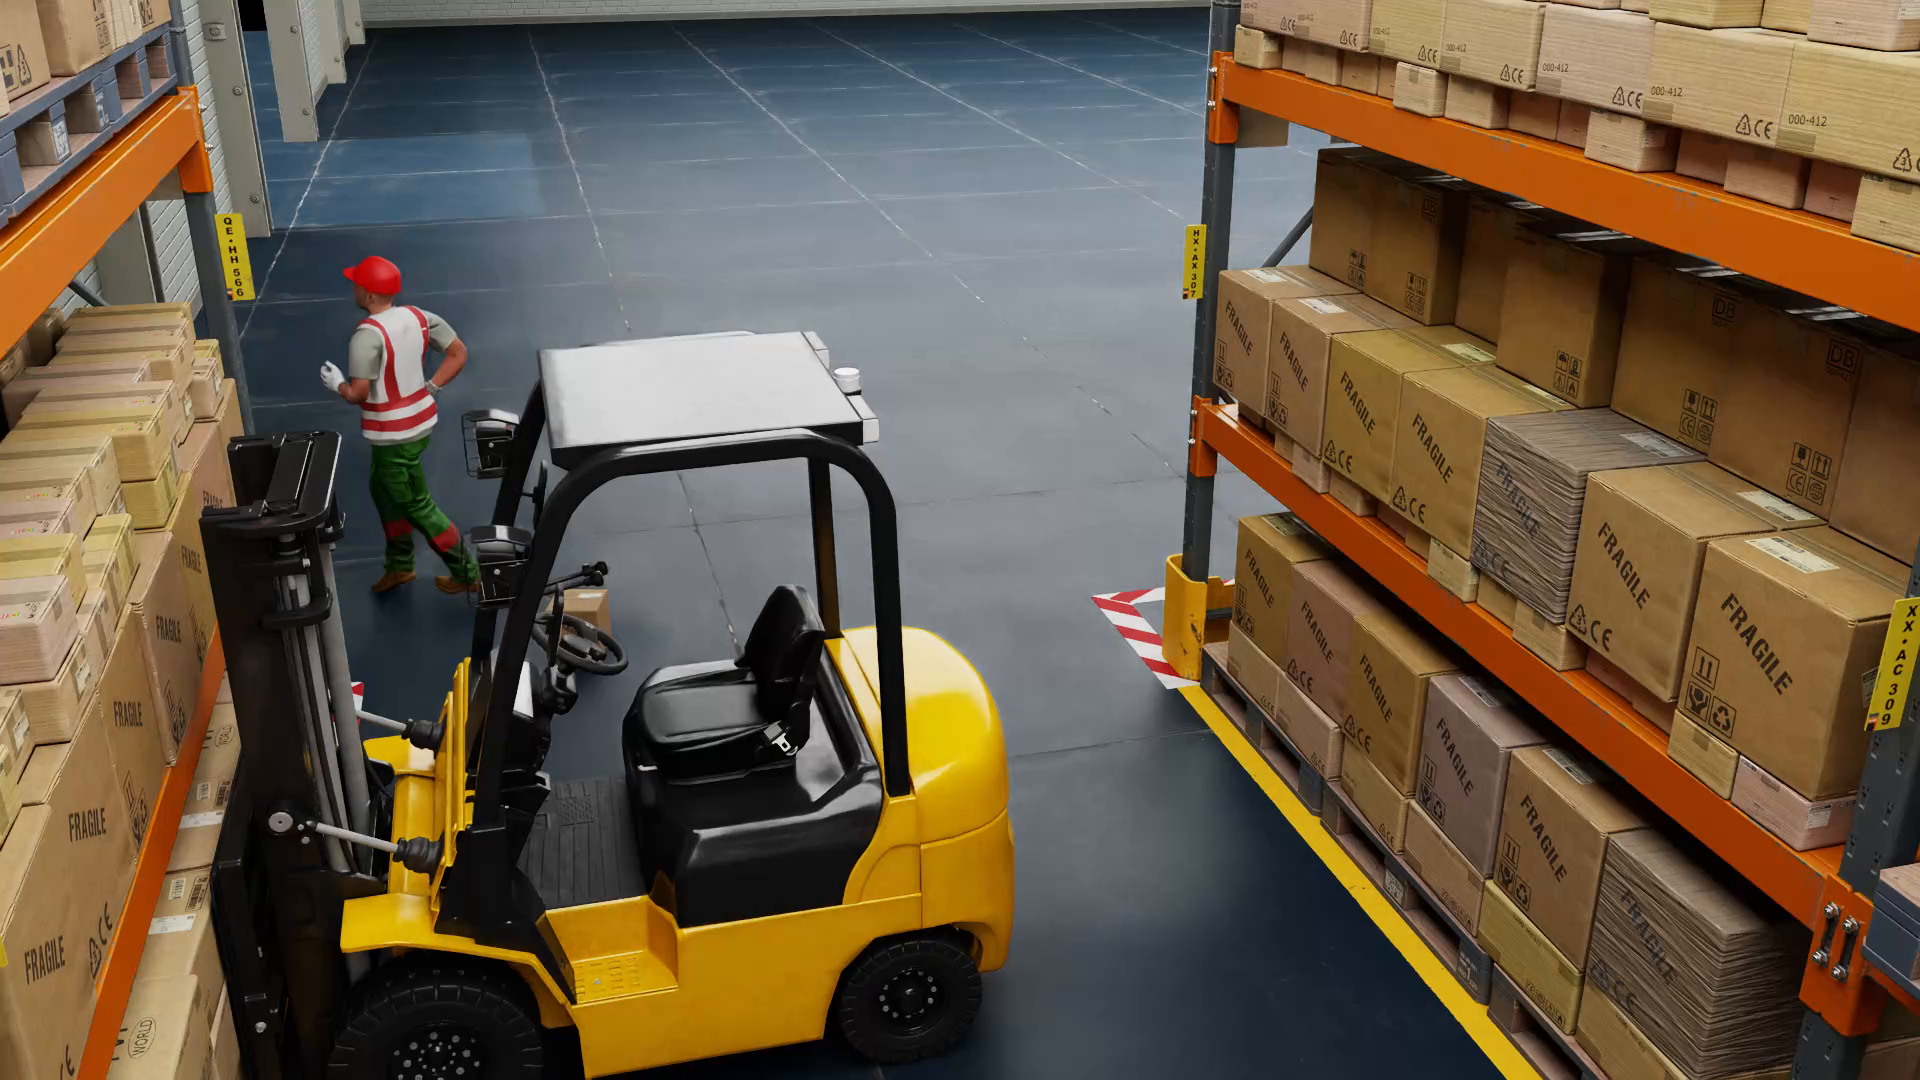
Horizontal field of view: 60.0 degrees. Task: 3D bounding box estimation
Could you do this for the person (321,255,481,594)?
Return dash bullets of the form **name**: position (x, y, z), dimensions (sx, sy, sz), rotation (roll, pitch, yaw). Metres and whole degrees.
- **person**: position (-2.791, -0.505, 8.259), dimensions (0.699, 1.830, 0.655), rotation (5, 23, 12)
